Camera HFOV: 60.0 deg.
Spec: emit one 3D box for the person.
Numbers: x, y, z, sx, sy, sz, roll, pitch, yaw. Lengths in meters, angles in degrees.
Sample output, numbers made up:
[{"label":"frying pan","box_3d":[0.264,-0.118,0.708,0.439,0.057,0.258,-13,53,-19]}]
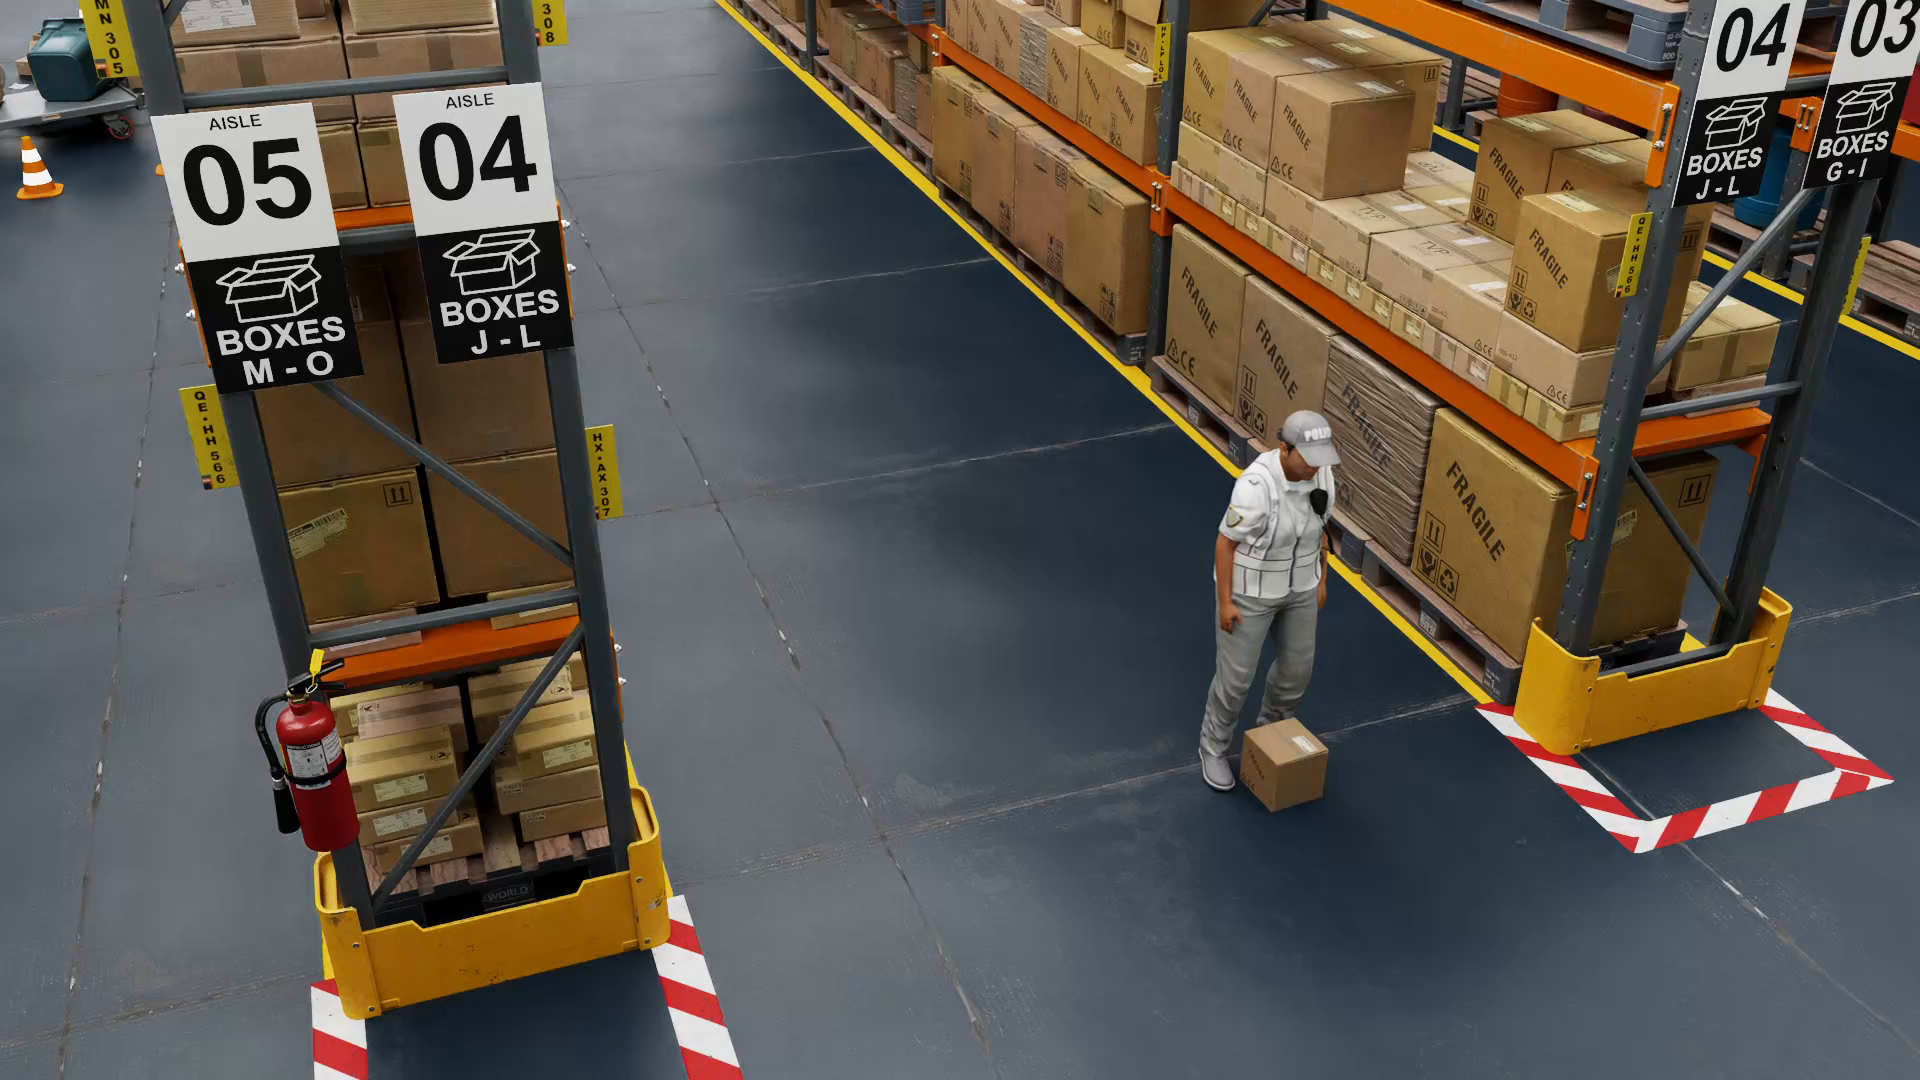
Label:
[{"label":"person","box_3d":[1.263,0.221,6.742,0.552,1.664,0.468,-12,32,-20]}]
